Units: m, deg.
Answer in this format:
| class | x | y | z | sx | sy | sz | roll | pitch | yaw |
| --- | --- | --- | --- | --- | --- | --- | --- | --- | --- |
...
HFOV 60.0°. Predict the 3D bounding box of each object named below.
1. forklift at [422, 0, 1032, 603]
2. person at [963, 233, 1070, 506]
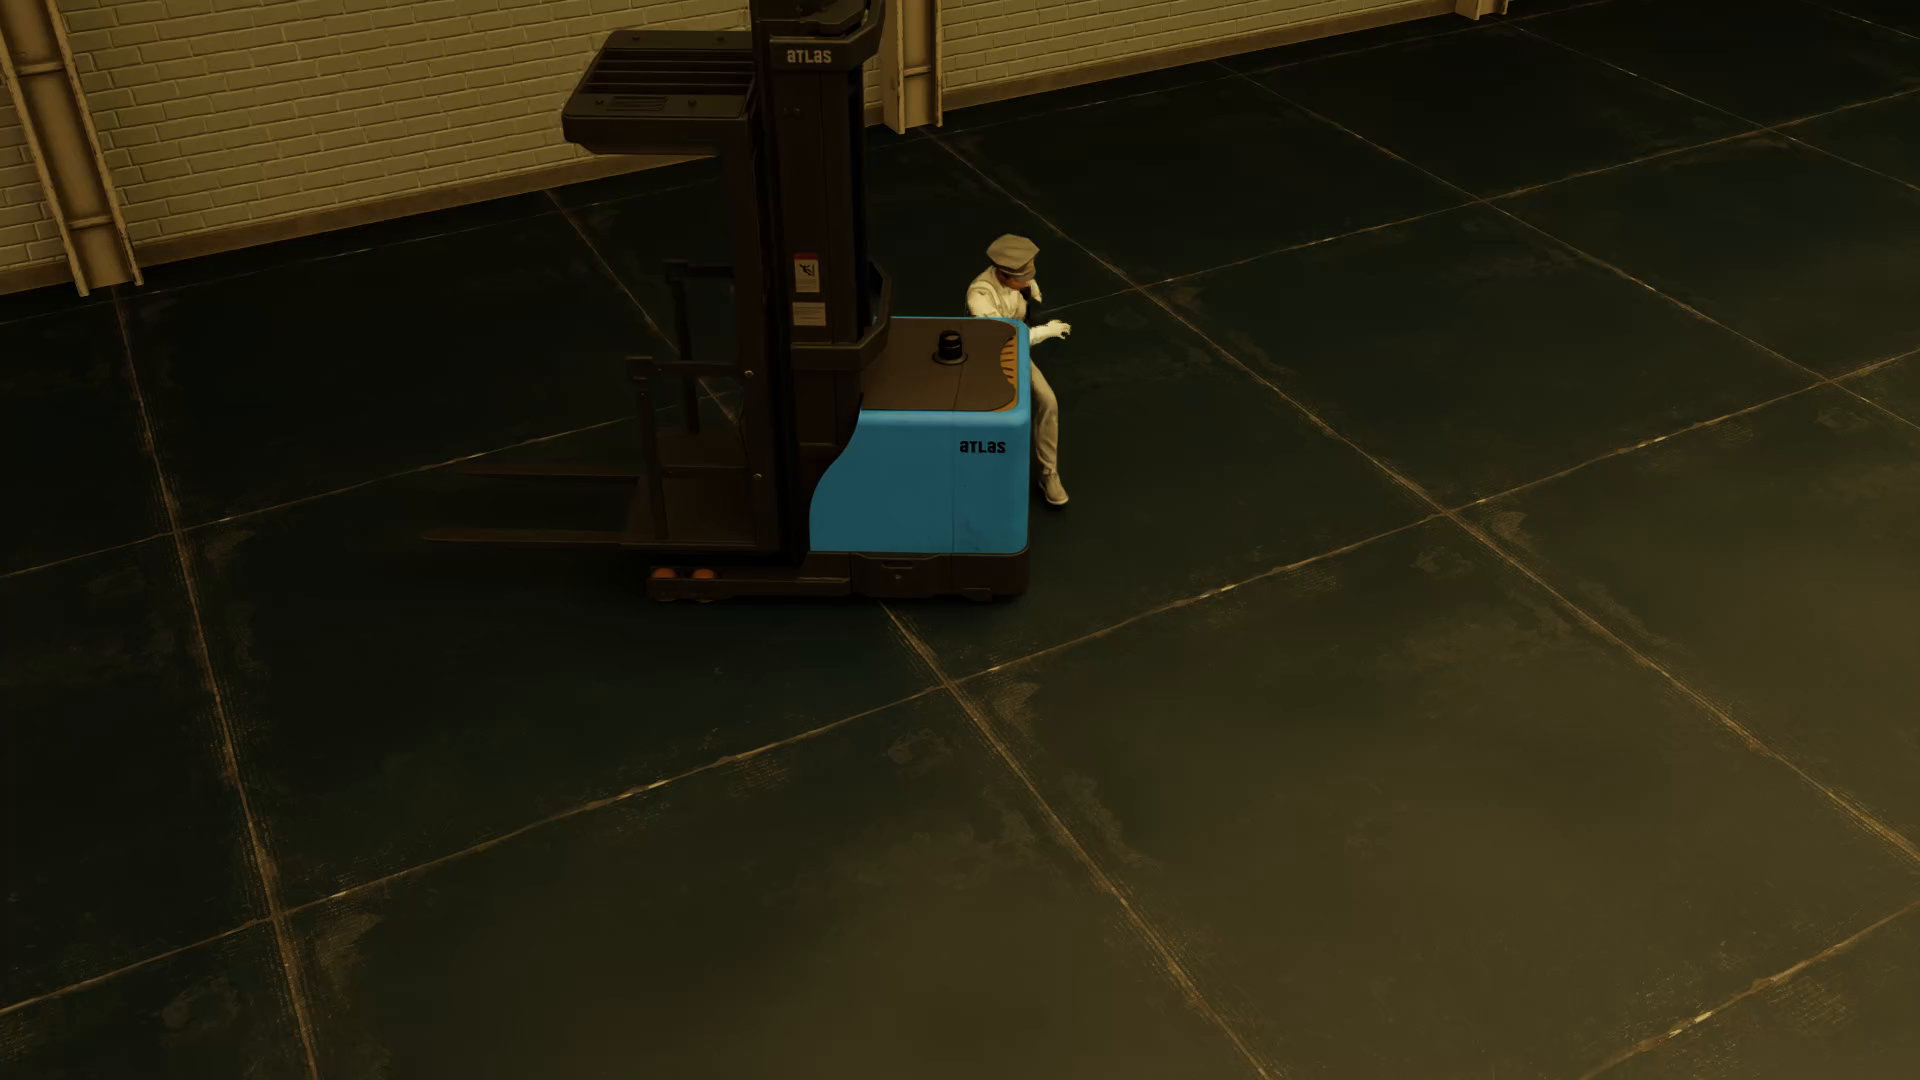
| class | x | y | z | sx | sy | sz | roll | pitch | yaw |
| --- | --- | --- | --- | --- | --- | --- | --- | --- | --- |
| forklift | -1.163 | -1.192 | 7.809 | 3.031 | 2.935 | 1.130 | 1 | 35 | 1 |
| person | 0.400 | -0.997 | 8.879 | 0.896 | 1.349 | 0.995 | 29 | 44 | 34 |
